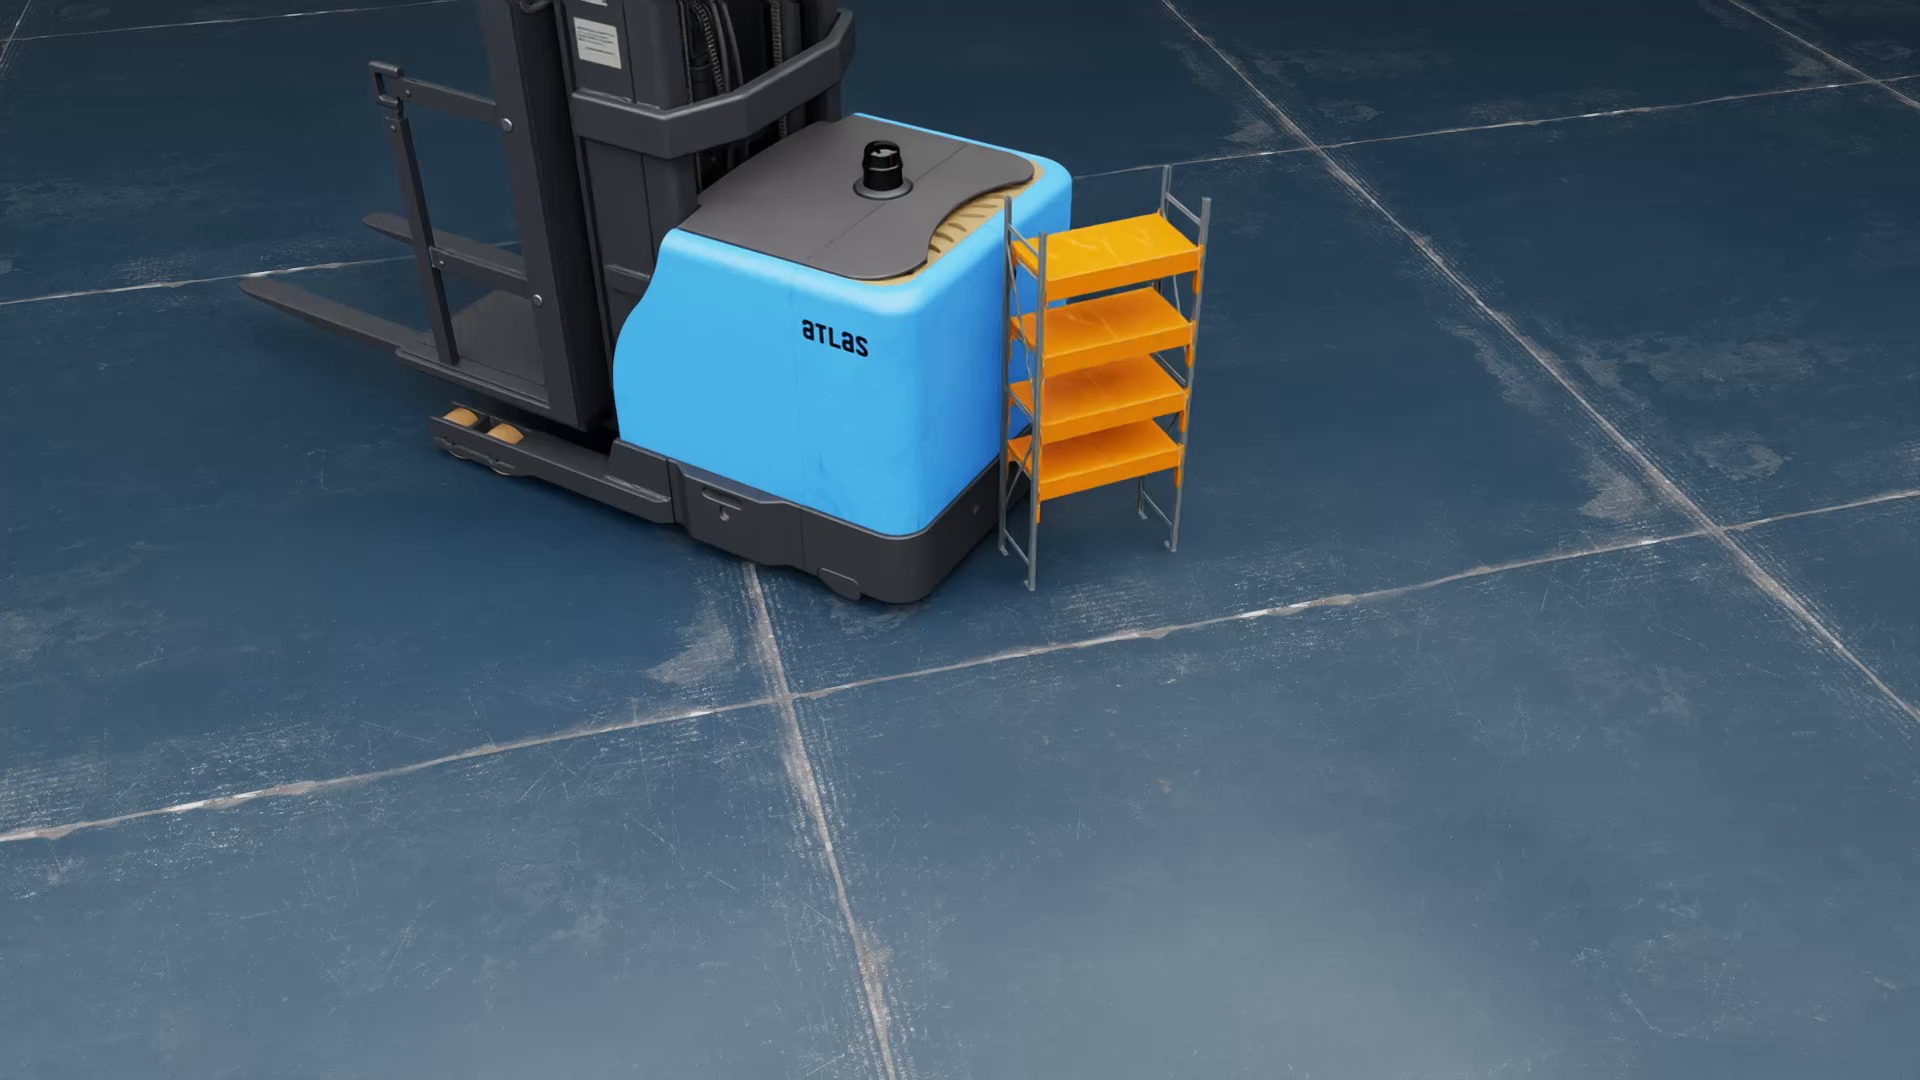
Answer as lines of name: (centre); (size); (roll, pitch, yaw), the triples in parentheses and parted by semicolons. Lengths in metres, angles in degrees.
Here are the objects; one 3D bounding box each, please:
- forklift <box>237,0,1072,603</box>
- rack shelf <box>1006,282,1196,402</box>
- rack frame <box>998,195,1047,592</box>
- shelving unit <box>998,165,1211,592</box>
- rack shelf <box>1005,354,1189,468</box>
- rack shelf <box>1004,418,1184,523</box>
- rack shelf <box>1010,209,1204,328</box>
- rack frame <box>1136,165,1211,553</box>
forklift: (-1.183, -1.636, 4.976); (3.031, 2.935, 1.130); (20, 42, 24)
rack shelf: (0.397, -0.570, 4.750); (0.480, 0.148, 0.258); (-15, 40, -18)
rack frame: (0.173, -0.387, 4.769); (0.015, 1.200, 0.240); (-15, 40, -18)
shelving unit: (0.397, -0.446, 4.845); (0.503, 1.200, 0.258); (-15, 40, -18)
rack shelf: (0.397, -0.392, 4.886); (0.480, 0.148, 0.258); (-15, 40, -18)
rack shelf: (0.397, -0.234, 5.006); (0.480, 0.148, 0.258); (-15, 40, -18)
rack shelf: (0.397, -0.758, 4.606); (0.480, 0.148, 0.258); (-15, 40, -18)
rack frame: (0.622, -0.504, 4.921); (0.015, 1.200, 0.240); (-15, 40, -18)
